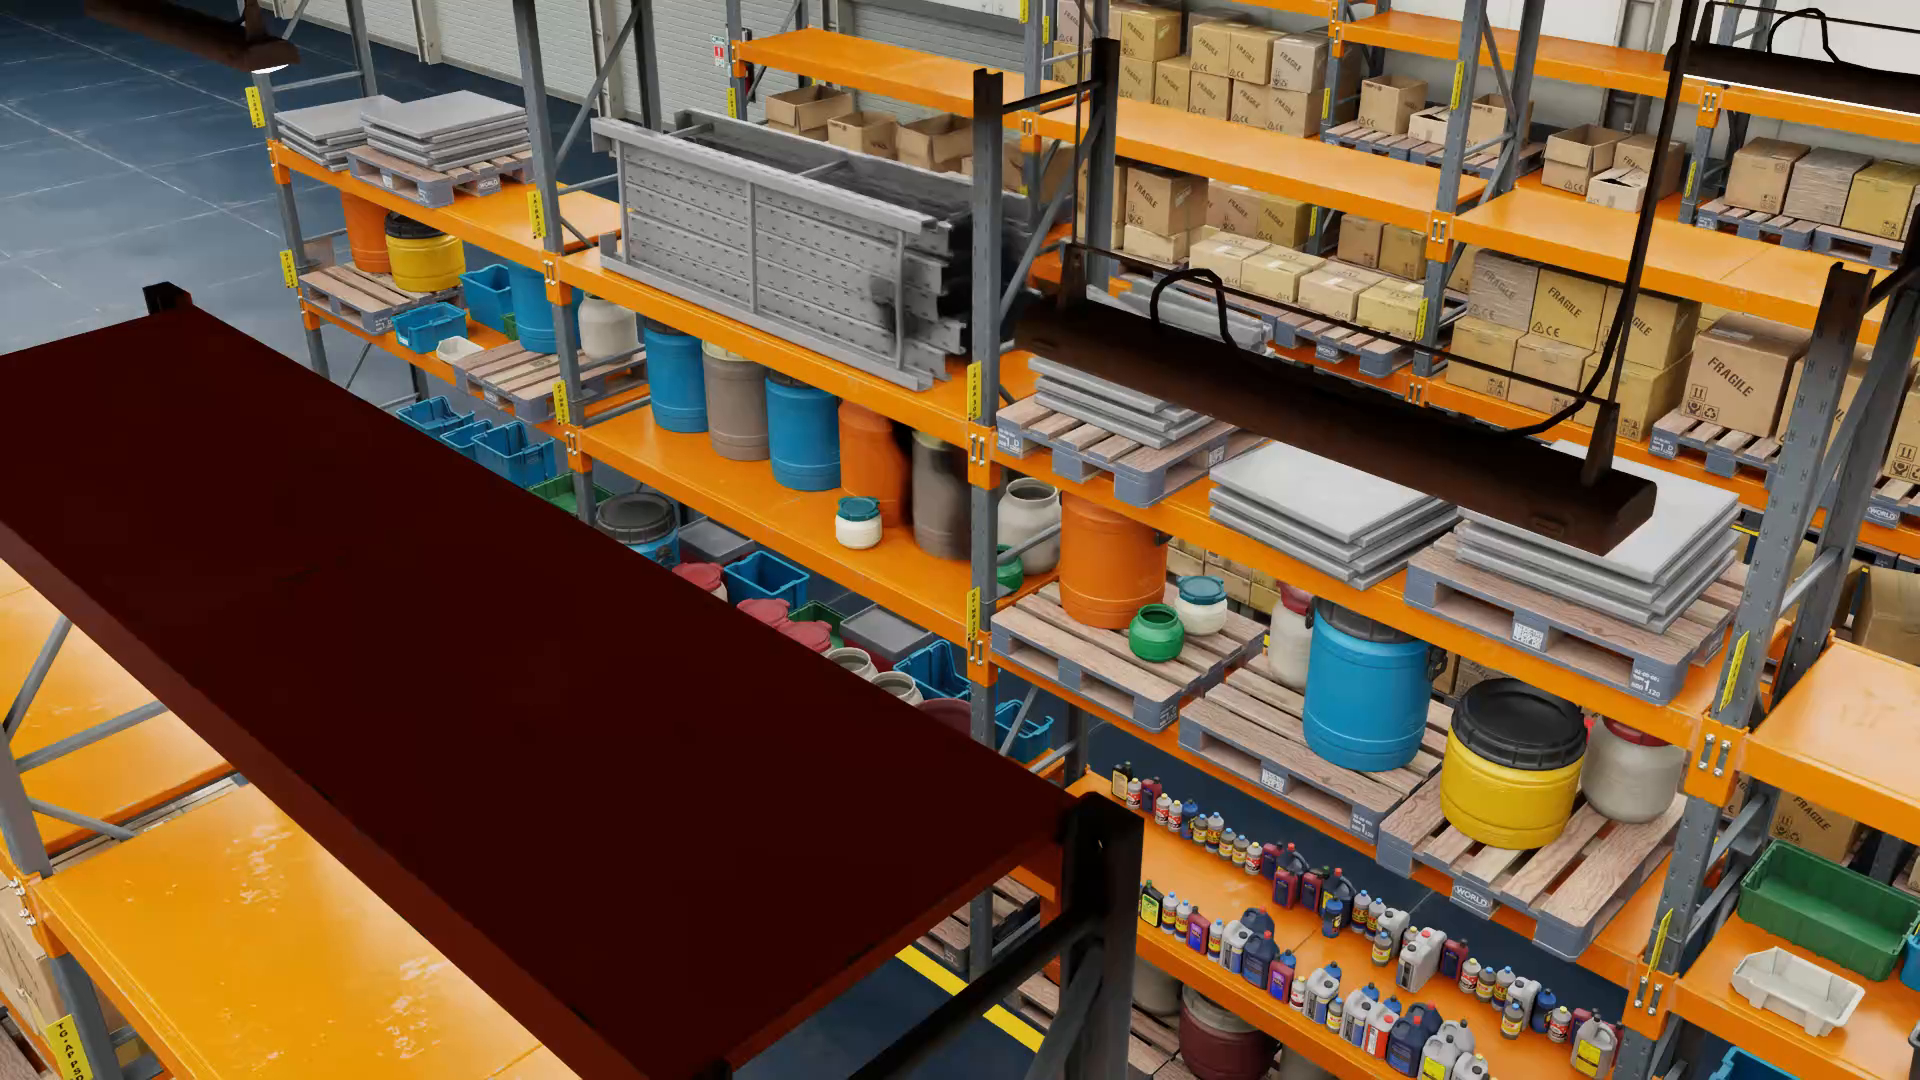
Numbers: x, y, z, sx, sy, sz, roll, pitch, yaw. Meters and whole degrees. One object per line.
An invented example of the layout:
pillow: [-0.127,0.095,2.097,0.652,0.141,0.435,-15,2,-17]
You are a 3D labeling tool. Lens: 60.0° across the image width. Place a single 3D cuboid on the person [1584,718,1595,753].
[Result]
person: [3.955,1.924,10.999,0.769,1.844,0.643,14,32,24]
